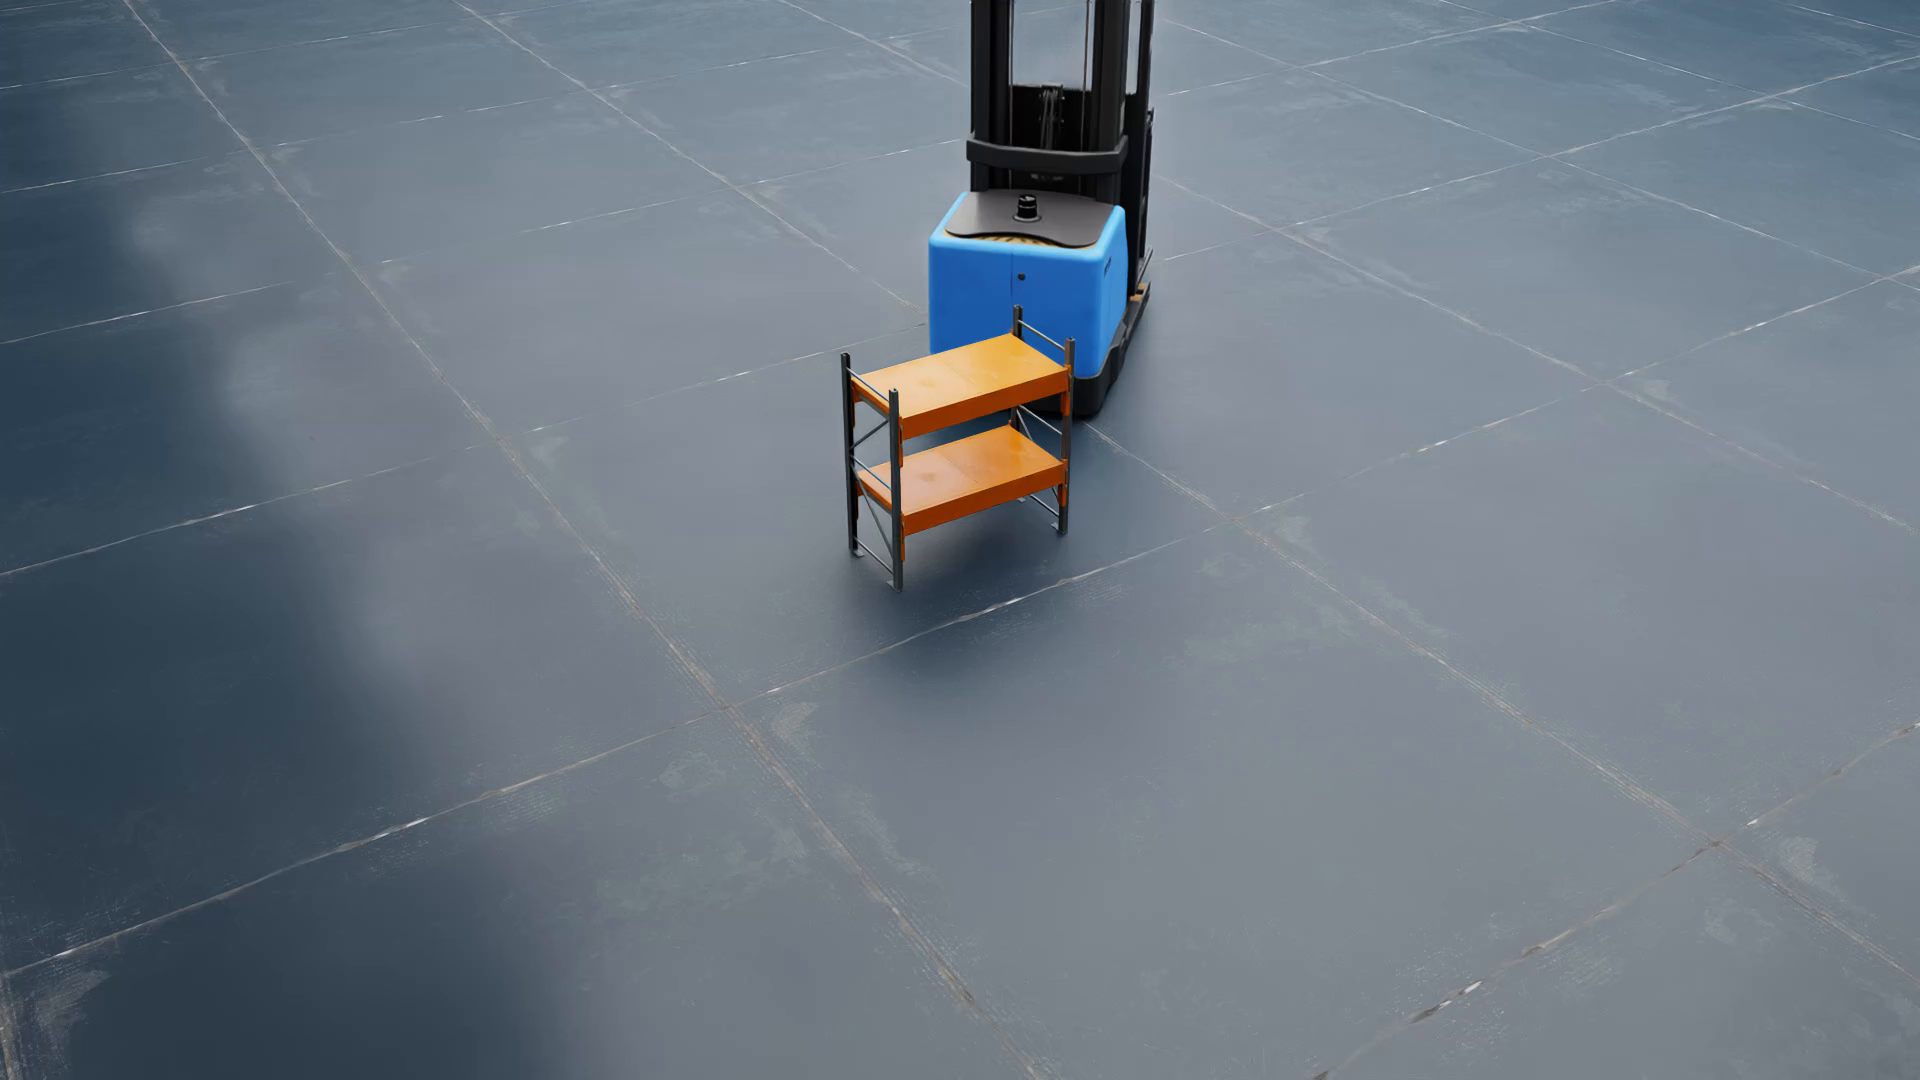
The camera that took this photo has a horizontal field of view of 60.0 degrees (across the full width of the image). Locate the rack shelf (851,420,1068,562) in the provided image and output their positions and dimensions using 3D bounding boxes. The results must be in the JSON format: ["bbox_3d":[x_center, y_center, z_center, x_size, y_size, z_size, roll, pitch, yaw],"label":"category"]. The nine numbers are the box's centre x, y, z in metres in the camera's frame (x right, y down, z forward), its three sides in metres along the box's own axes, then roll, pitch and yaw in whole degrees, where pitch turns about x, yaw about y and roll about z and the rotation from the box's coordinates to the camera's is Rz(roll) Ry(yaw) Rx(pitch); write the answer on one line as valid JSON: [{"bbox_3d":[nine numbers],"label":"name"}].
[{"bbox_3d":[-0.006,-0.267,8.577,1.000,0.278,0.538,-19,37,-27],"label":"rack shelf"}]

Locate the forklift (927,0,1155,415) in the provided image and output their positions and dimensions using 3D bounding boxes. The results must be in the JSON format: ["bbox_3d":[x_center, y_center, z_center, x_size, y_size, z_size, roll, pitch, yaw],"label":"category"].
[{"bbox_3d":[0.665,-2.753,10.368,1.130,2.935,3.031,8,33,12],"label":"forklift"}]

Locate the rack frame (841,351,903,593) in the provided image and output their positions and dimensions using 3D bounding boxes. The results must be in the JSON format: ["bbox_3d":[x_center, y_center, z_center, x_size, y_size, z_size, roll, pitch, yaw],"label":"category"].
[{"bbox_3d":[-0.433,-0.327,8.214,0.032,1.125,0.500,-19,37,-27],"label":"rack frame"}]

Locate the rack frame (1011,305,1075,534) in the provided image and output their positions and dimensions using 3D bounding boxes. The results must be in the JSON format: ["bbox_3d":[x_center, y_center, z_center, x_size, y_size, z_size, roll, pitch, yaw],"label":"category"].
[{"bbox_3d":[0.422,-0.621,8.680,0.032,1.125,0.500,-19,37,-27],"label":"rack frame"}]

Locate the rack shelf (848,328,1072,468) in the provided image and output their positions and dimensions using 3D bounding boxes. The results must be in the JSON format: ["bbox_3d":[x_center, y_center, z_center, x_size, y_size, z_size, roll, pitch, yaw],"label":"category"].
[{"bbox_3d":[-0.006,-0.721,8.291,1.000,0.278,0.538,-19,37,-27],"label":"rack shelf"}]

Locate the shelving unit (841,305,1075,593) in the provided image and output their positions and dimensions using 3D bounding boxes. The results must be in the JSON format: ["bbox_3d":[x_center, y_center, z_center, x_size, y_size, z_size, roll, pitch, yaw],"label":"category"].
[{"bbox_3d":[-0.006,-0.474,8.447,1.048,1.125,0.538,-19,37,-27],"label":"shelving unit"}]
